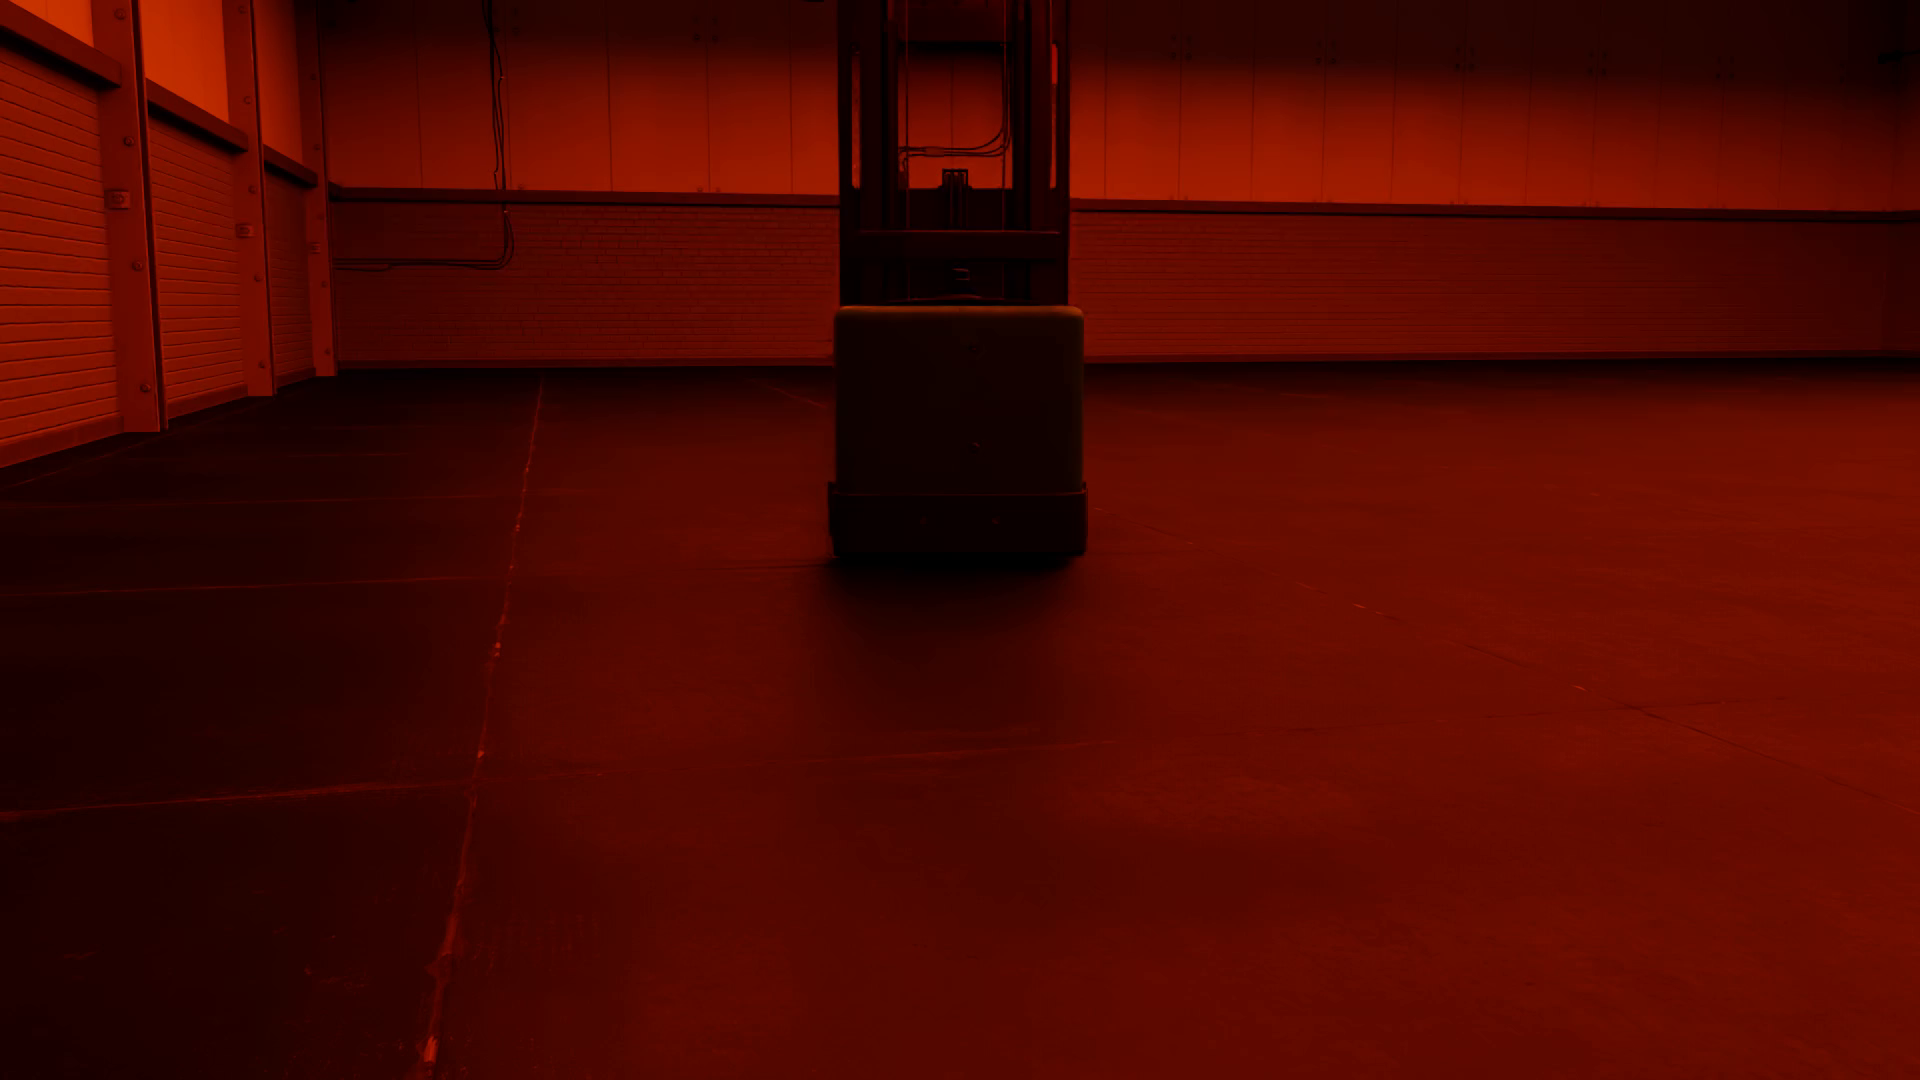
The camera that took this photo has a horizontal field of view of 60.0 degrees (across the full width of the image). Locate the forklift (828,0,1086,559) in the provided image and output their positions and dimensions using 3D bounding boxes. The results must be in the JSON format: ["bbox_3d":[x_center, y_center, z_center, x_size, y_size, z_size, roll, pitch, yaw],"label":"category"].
[{"bbox_3d":[-0.034,-1.539,8.131,1.130,2.935,3.031,0,8,-1],"label":"forklift"}]
